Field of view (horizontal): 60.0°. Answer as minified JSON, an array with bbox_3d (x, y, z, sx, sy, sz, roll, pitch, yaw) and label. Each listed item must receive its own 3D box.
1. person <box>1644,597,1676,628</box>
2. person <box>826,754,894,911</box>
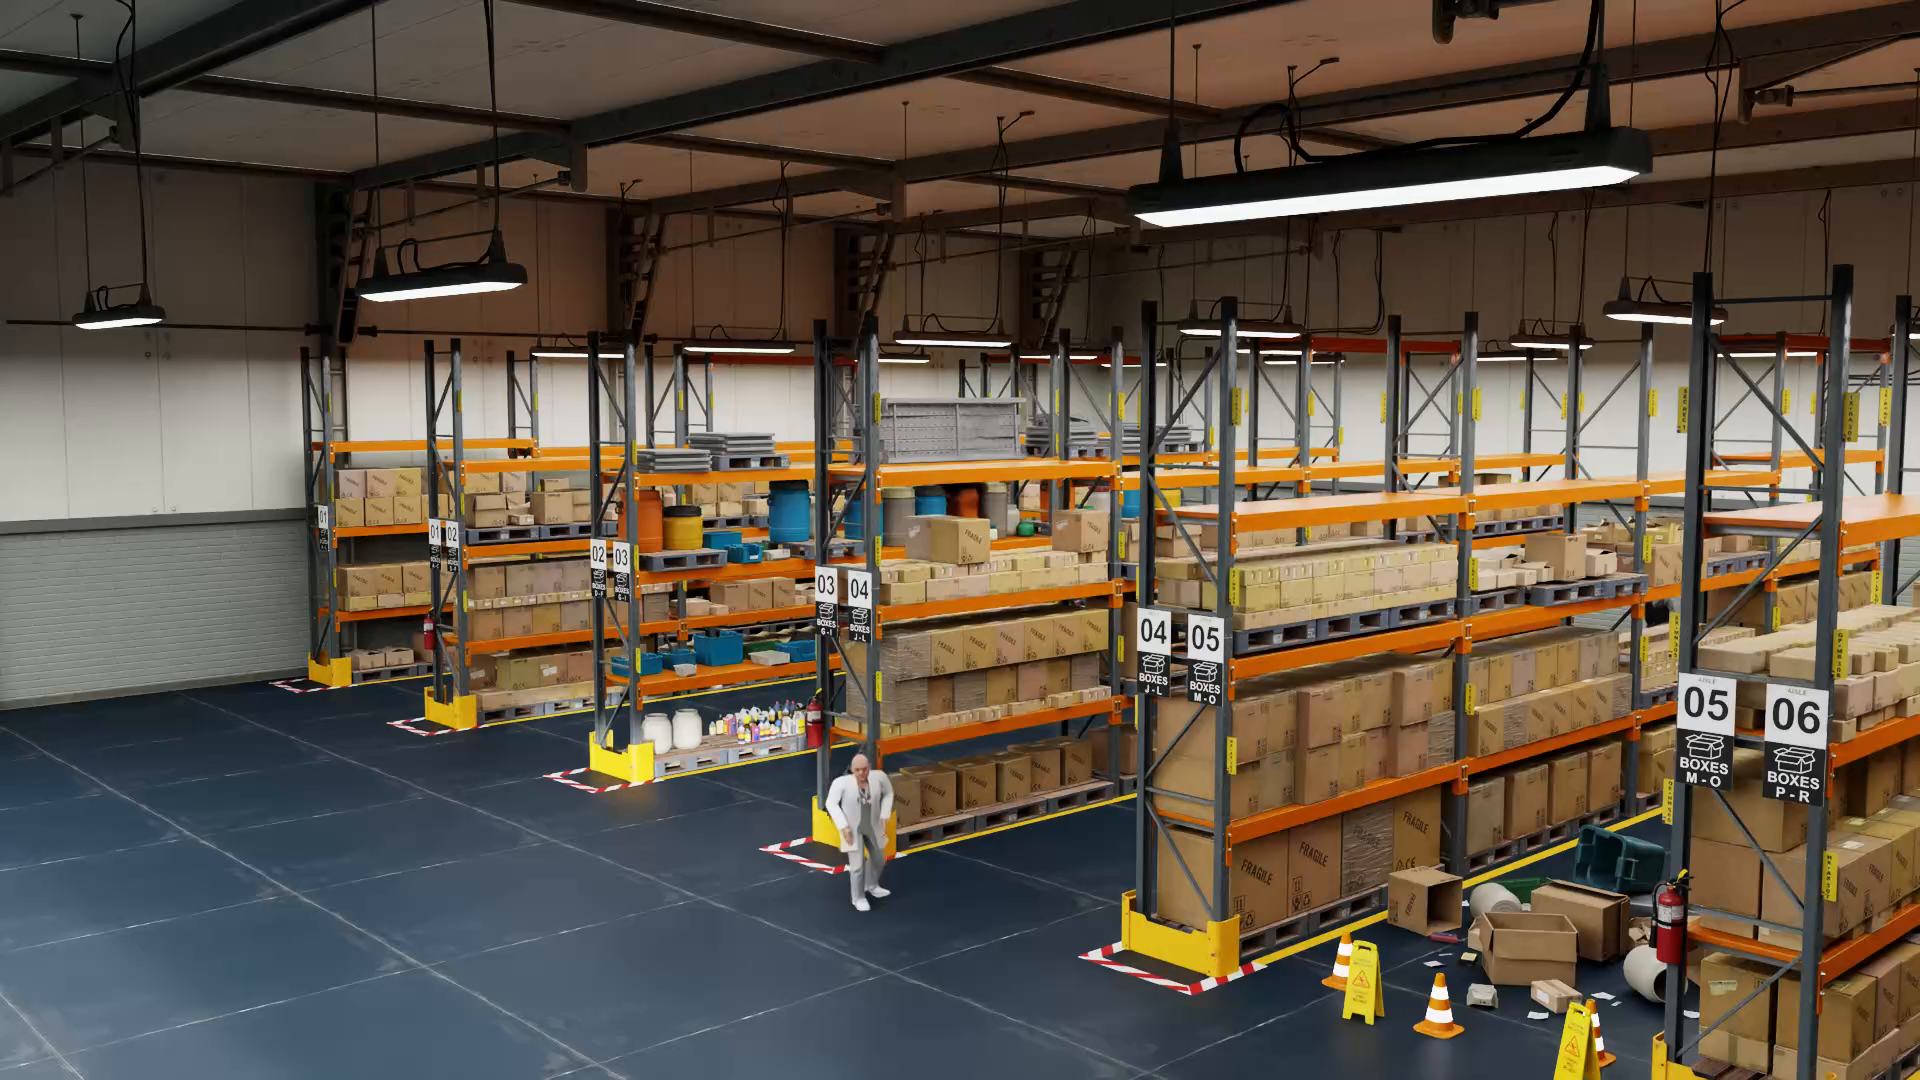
[{"bbox_3d":[13.286,1.572,31.579,0.704,1.657,0.823,5,7,42],"label":"person"},{"bbox_3d":[-1.001,2.943,16.697,0.751,1.525,0.870,-2,5,-22],"label":"person"}]
